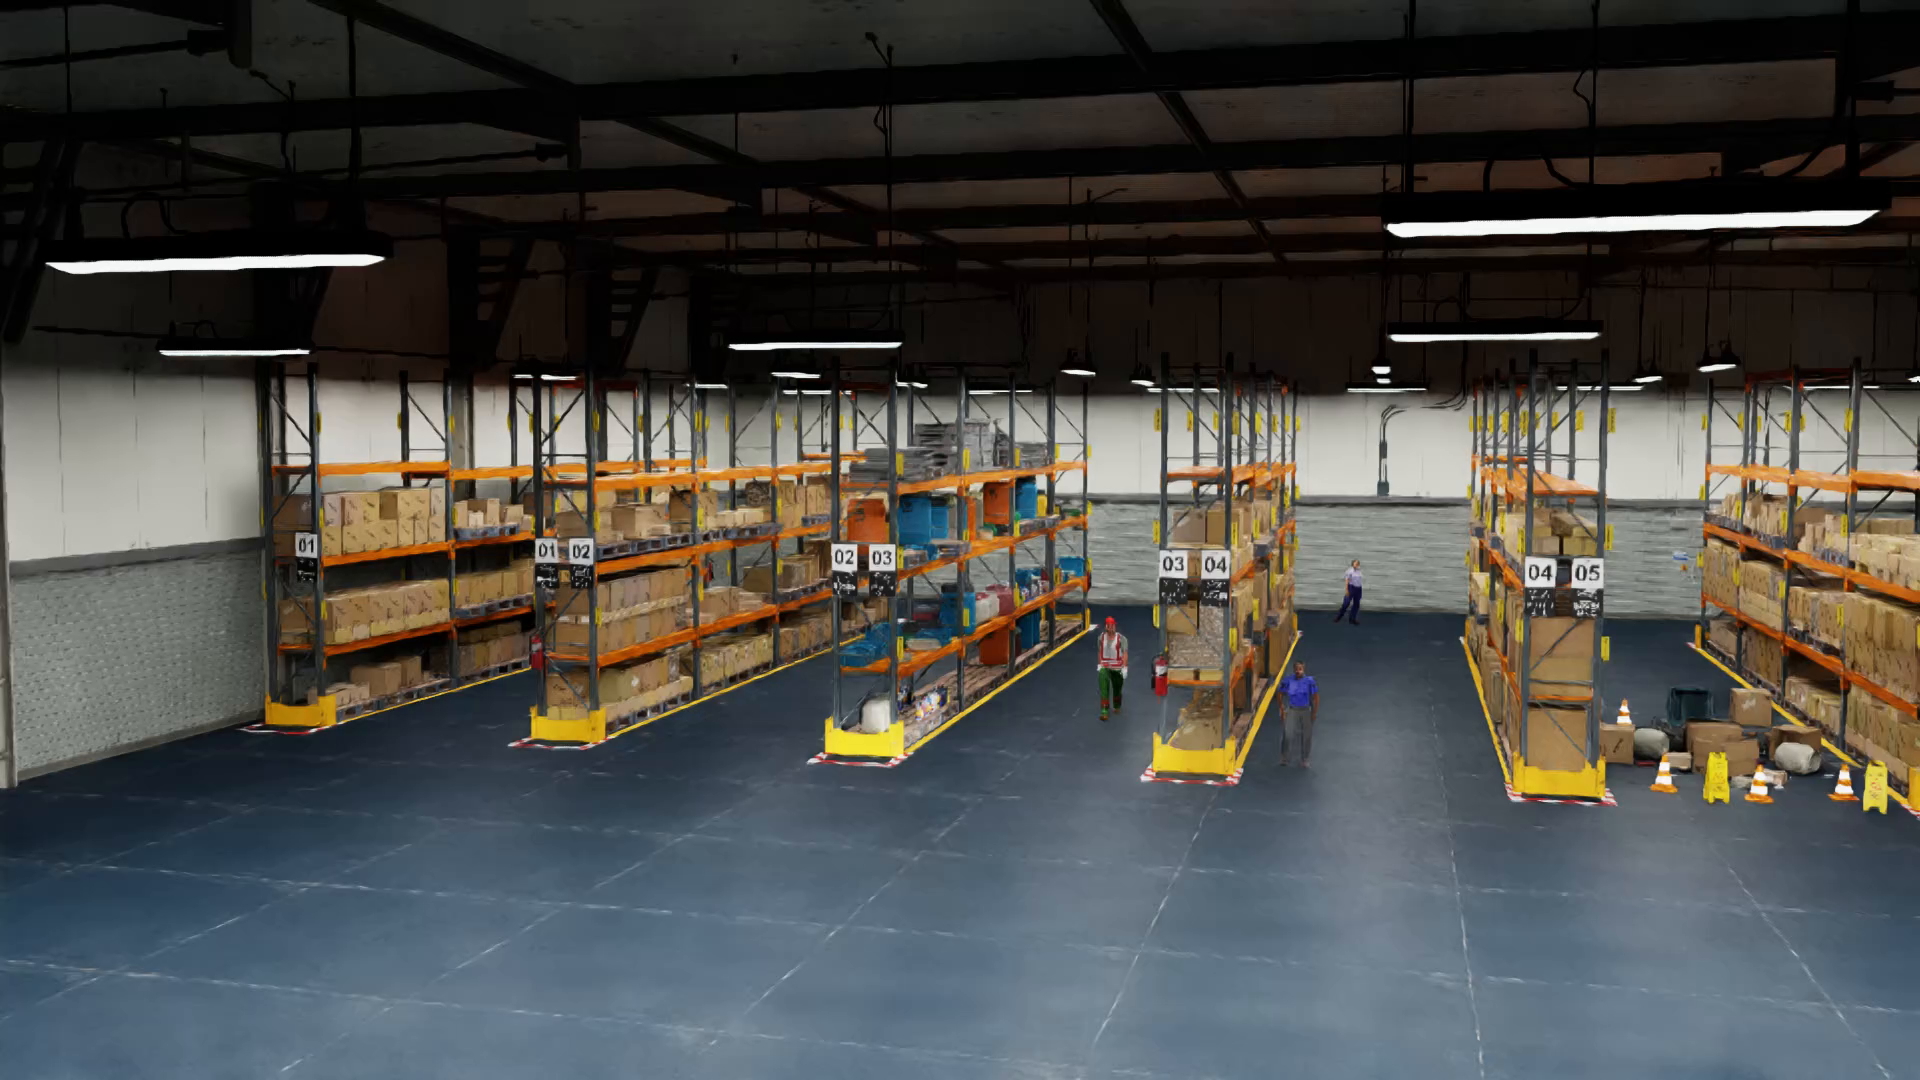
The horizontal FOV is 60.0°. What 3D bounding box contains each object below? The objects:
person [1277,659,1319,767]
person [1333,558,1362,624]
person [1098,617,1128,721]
[{"bbox_3d":[4.896,2.518,24.146,0.571,1.589,0.518,1,4,12],"label":"person"},{"bbox_3d":[9.689,1.269,41.483,0.680,1.642,0.515,-2,5,-28],"label":"person"},{"bbox_3d":[2.572,2.156,28.125,0.565,1.736,1.045,1,4,14],"label":"person"}]
